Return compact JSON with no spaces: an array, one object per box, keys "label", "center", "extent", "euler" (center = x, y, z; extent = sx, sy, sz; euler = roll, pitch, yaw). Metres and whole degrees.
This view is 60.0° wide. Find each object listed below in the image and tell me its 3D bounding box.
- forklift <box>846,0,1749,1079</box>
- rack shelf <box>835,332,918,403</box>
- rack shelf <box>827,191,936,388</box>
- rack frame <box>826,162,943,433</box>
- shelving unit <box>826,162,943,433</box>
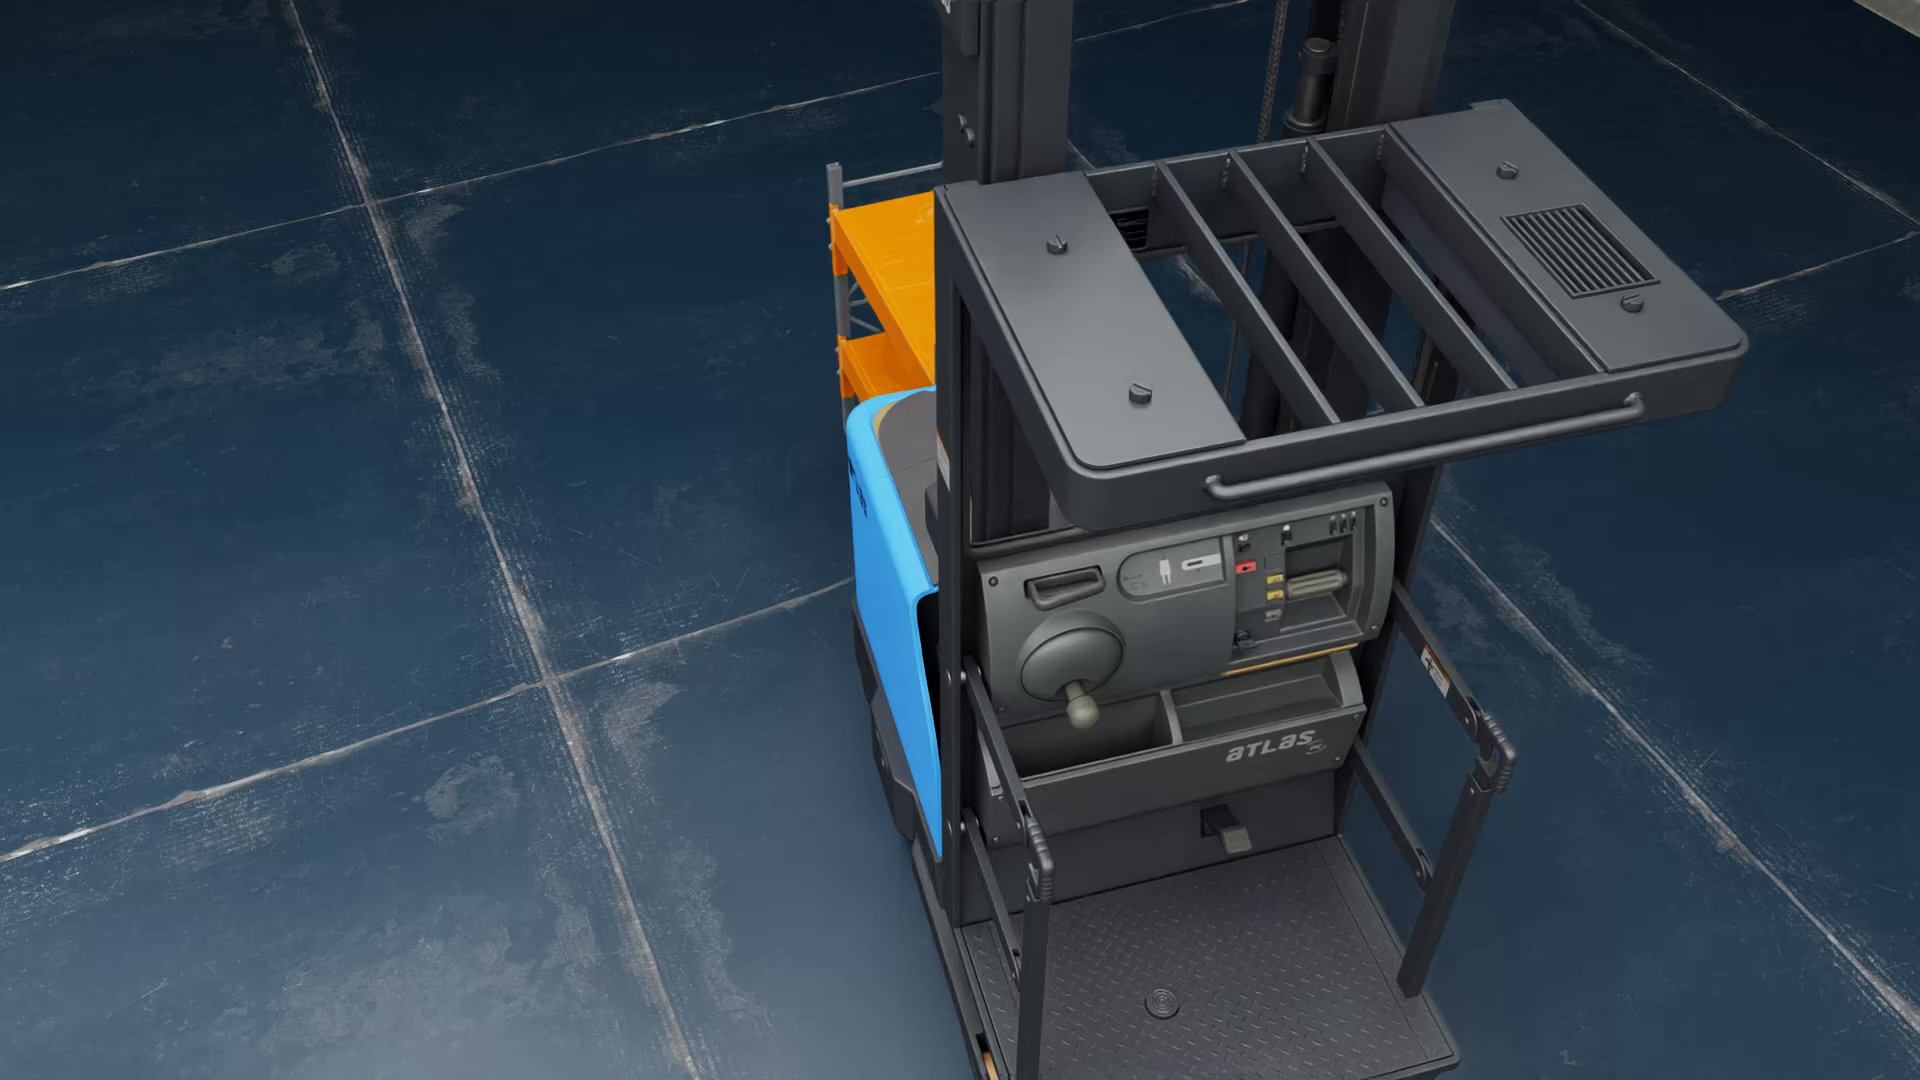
[{"label":"forklift","center":[0.559,0.236,3.424],"extent":[1.130,2.935,3.031],"euler":[-11,46,-11]},{"label":"rack shelf","center":[-0.013,-0.358,5.660],"extent":[0.538,0.278,1.000],"euler":[-15,47,-15]},{"label":"rack shelf","center":[-0.013,-0.740,5.283],"extent":[0.538,0.278,1.000],"euler":[-15,47,-15]},{"label":"rack frame","center":[-0.194,-0.866,5.827],"extent":[0.500,1.125,0.032],"euler":[-15,47,-15]},{"label":"shelving unit","center":[-0.013,-0.532,5.488],"extent":[0.538,1.125,1.048],"euler":[-15,47,-15]}]
